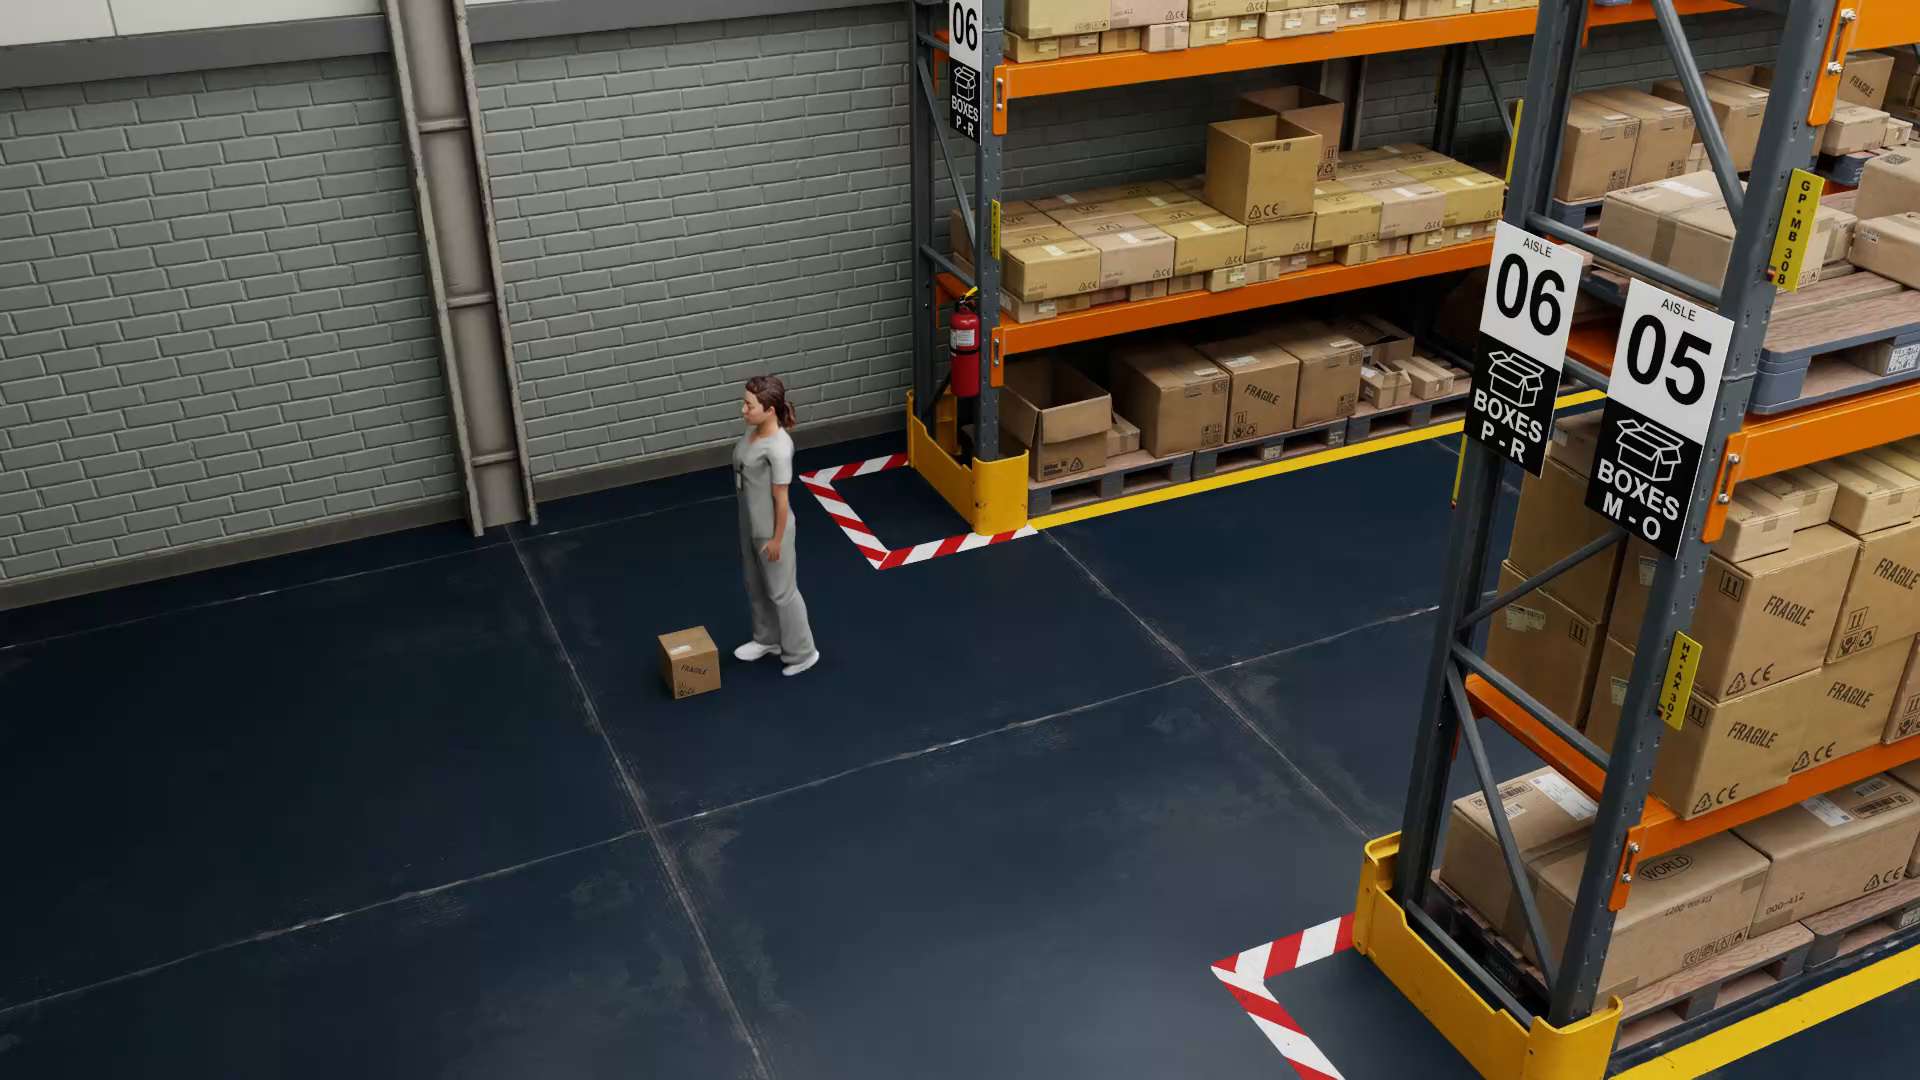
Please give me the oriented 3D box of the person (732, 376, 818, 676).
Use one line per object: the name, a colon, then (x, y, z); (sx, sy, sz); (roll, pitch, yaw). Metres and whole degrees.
person: (-0.991, -0.043, 8.595); (0.396, 1.730, 0.439); (-13, 32, -21)
